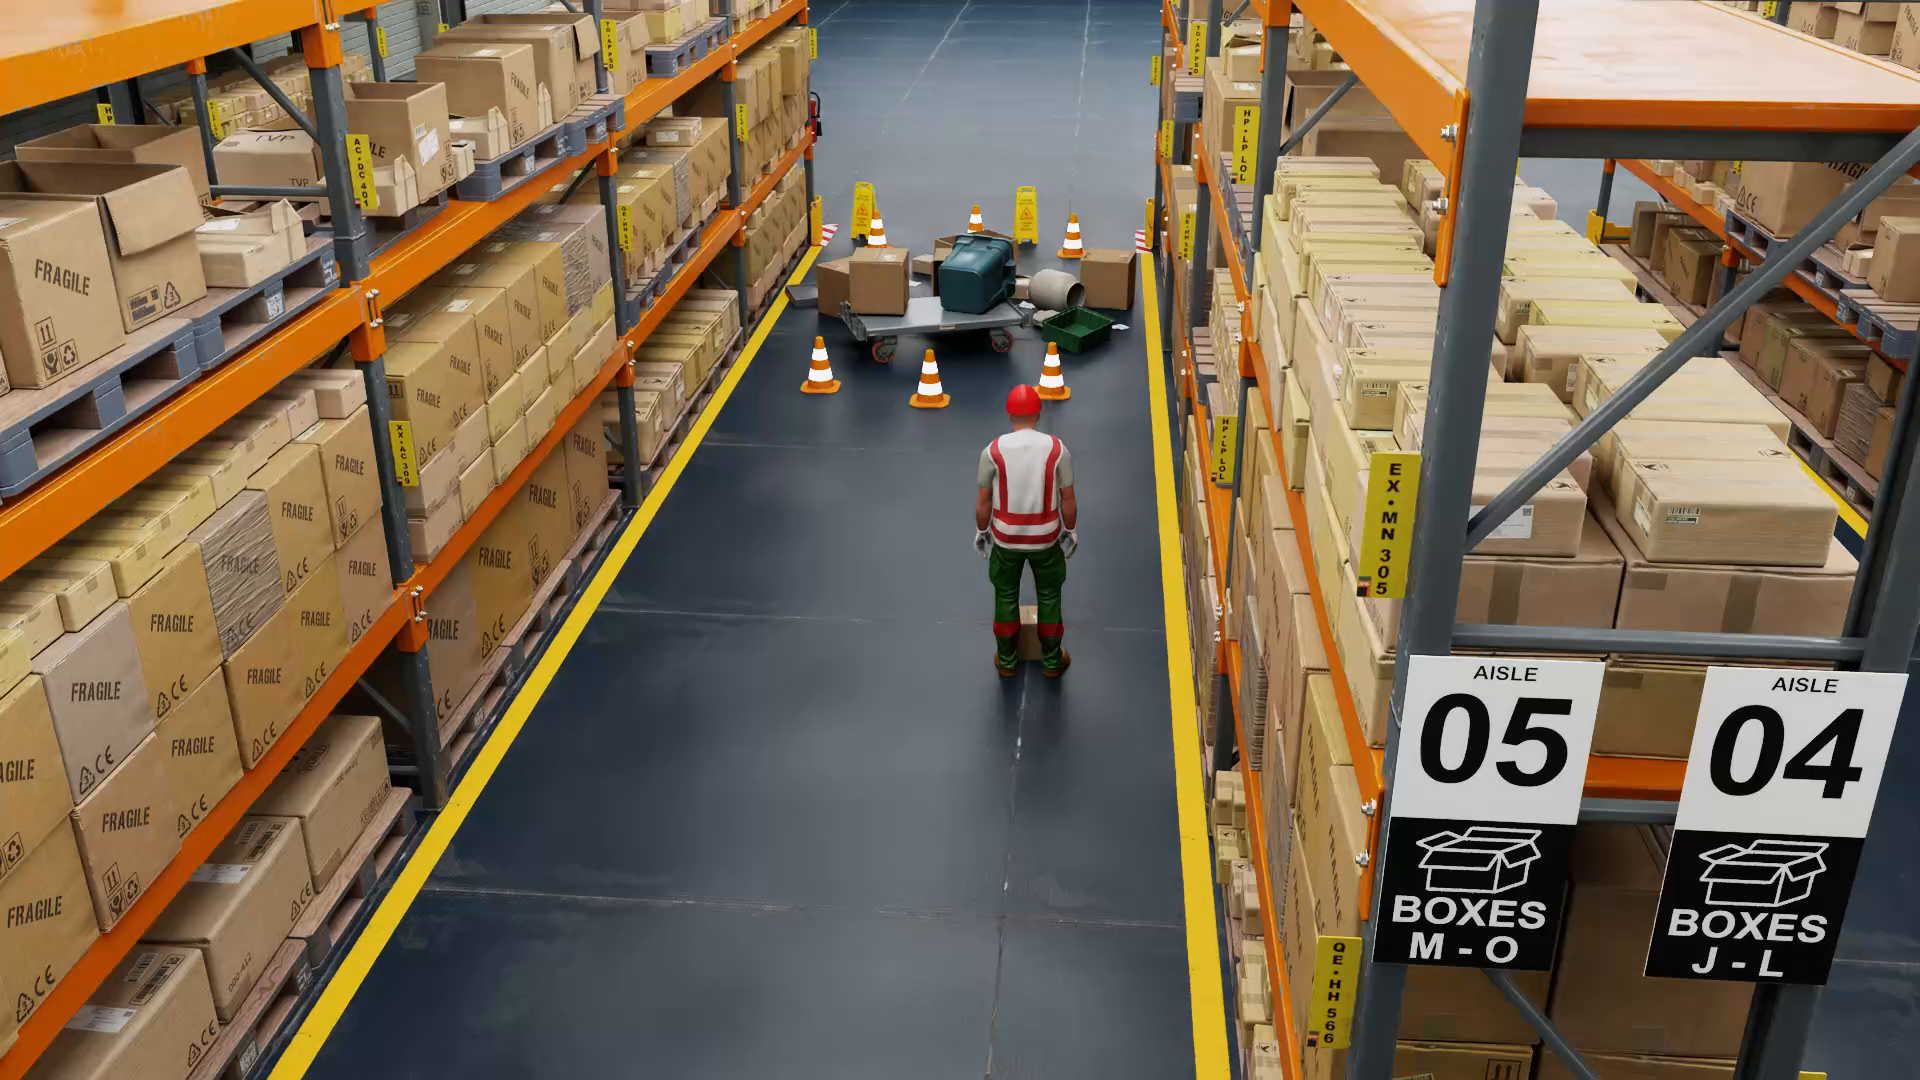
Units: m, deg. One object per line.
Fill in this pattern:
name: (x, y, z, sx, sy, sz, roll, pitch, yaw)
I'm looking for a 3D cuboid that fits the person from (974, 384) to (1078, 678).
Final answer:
person: (0.385, -0.033, 9.662, 0.608, 1.777, 0.453, 1, 24, 2)
